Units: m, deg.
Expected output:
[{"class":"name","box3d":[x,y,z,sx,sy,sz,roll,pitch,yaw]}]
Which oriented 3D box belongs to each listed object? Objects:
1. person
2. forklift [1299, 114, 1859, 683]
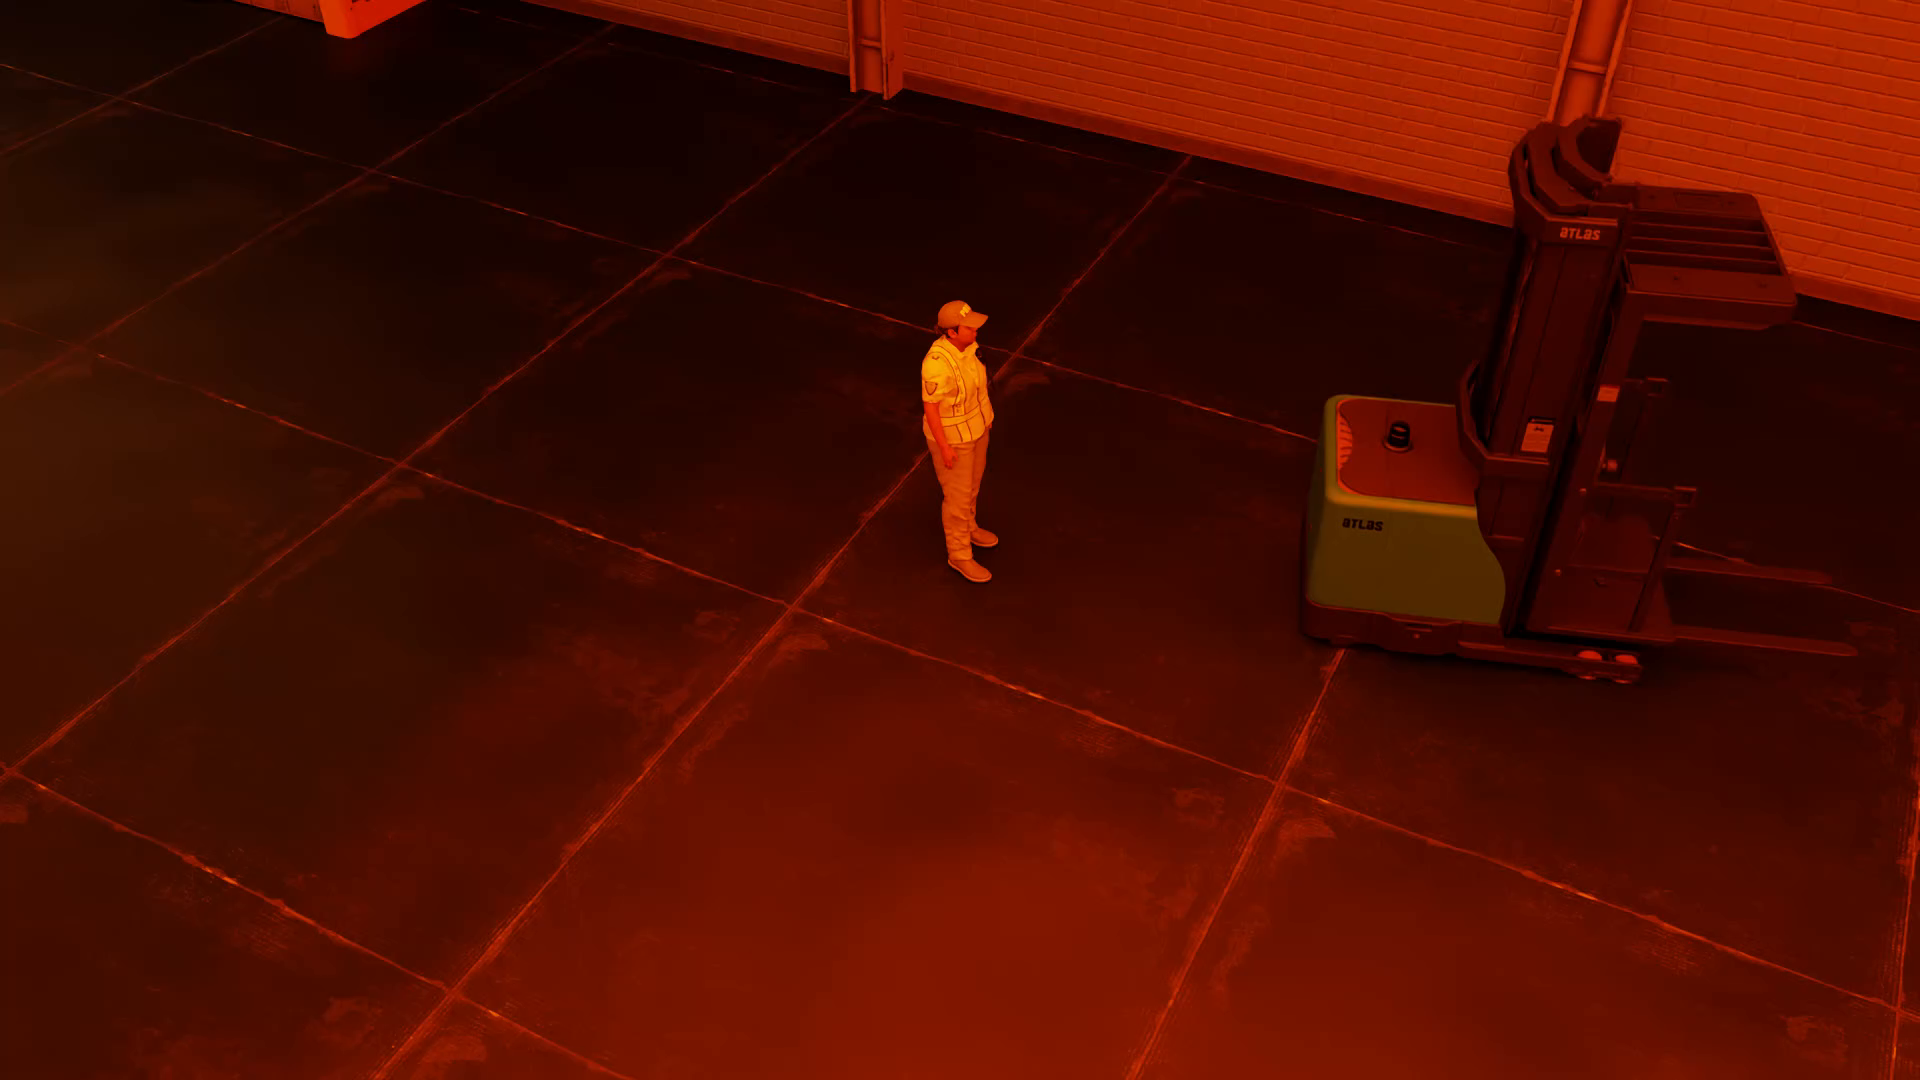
[{"class":"person","box3d":[0.057,-0.608,9.677,0.529,1.670,0.598,18,43,21]},{"class":"forklift","box3d":[3.515,-0.689,8.805,3.031,2.935,1.130,6,40,7]}]
